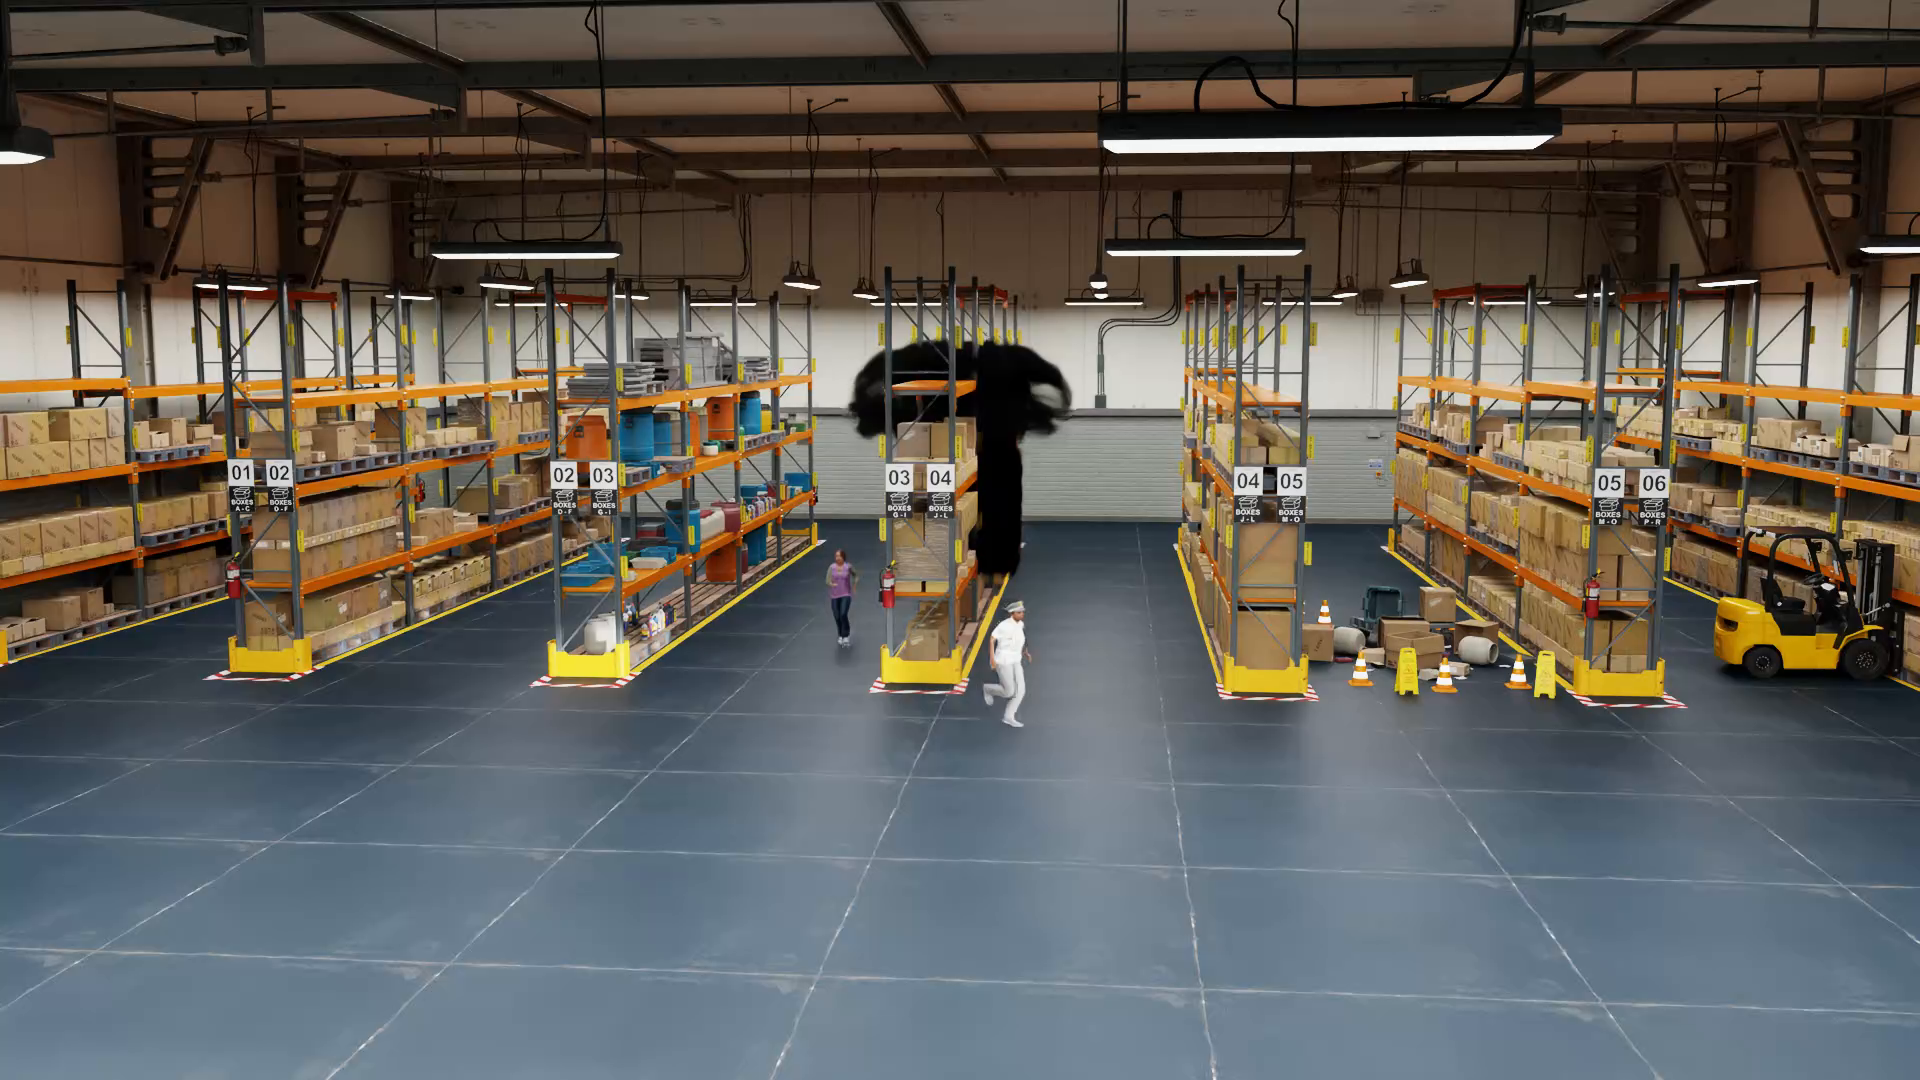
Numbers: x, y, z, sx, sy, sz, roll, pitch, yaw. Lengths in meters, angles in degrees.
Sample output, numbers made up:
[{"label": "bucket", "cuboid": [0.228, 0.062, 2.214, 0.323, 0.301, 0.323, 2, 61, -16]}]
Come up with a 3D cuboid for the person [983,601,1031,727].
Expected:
[{"label": "person", "cuboid": [0.600, 1.592, 21.634, 0.676, 1.656, 0.605, 6, 9, 41]}]

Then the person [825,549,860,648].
[{"label": "person", "cuboid": [-1.920, 0.946, 26.909, 0.508, 1.604, 0.667, 1, 7, 10]}]
